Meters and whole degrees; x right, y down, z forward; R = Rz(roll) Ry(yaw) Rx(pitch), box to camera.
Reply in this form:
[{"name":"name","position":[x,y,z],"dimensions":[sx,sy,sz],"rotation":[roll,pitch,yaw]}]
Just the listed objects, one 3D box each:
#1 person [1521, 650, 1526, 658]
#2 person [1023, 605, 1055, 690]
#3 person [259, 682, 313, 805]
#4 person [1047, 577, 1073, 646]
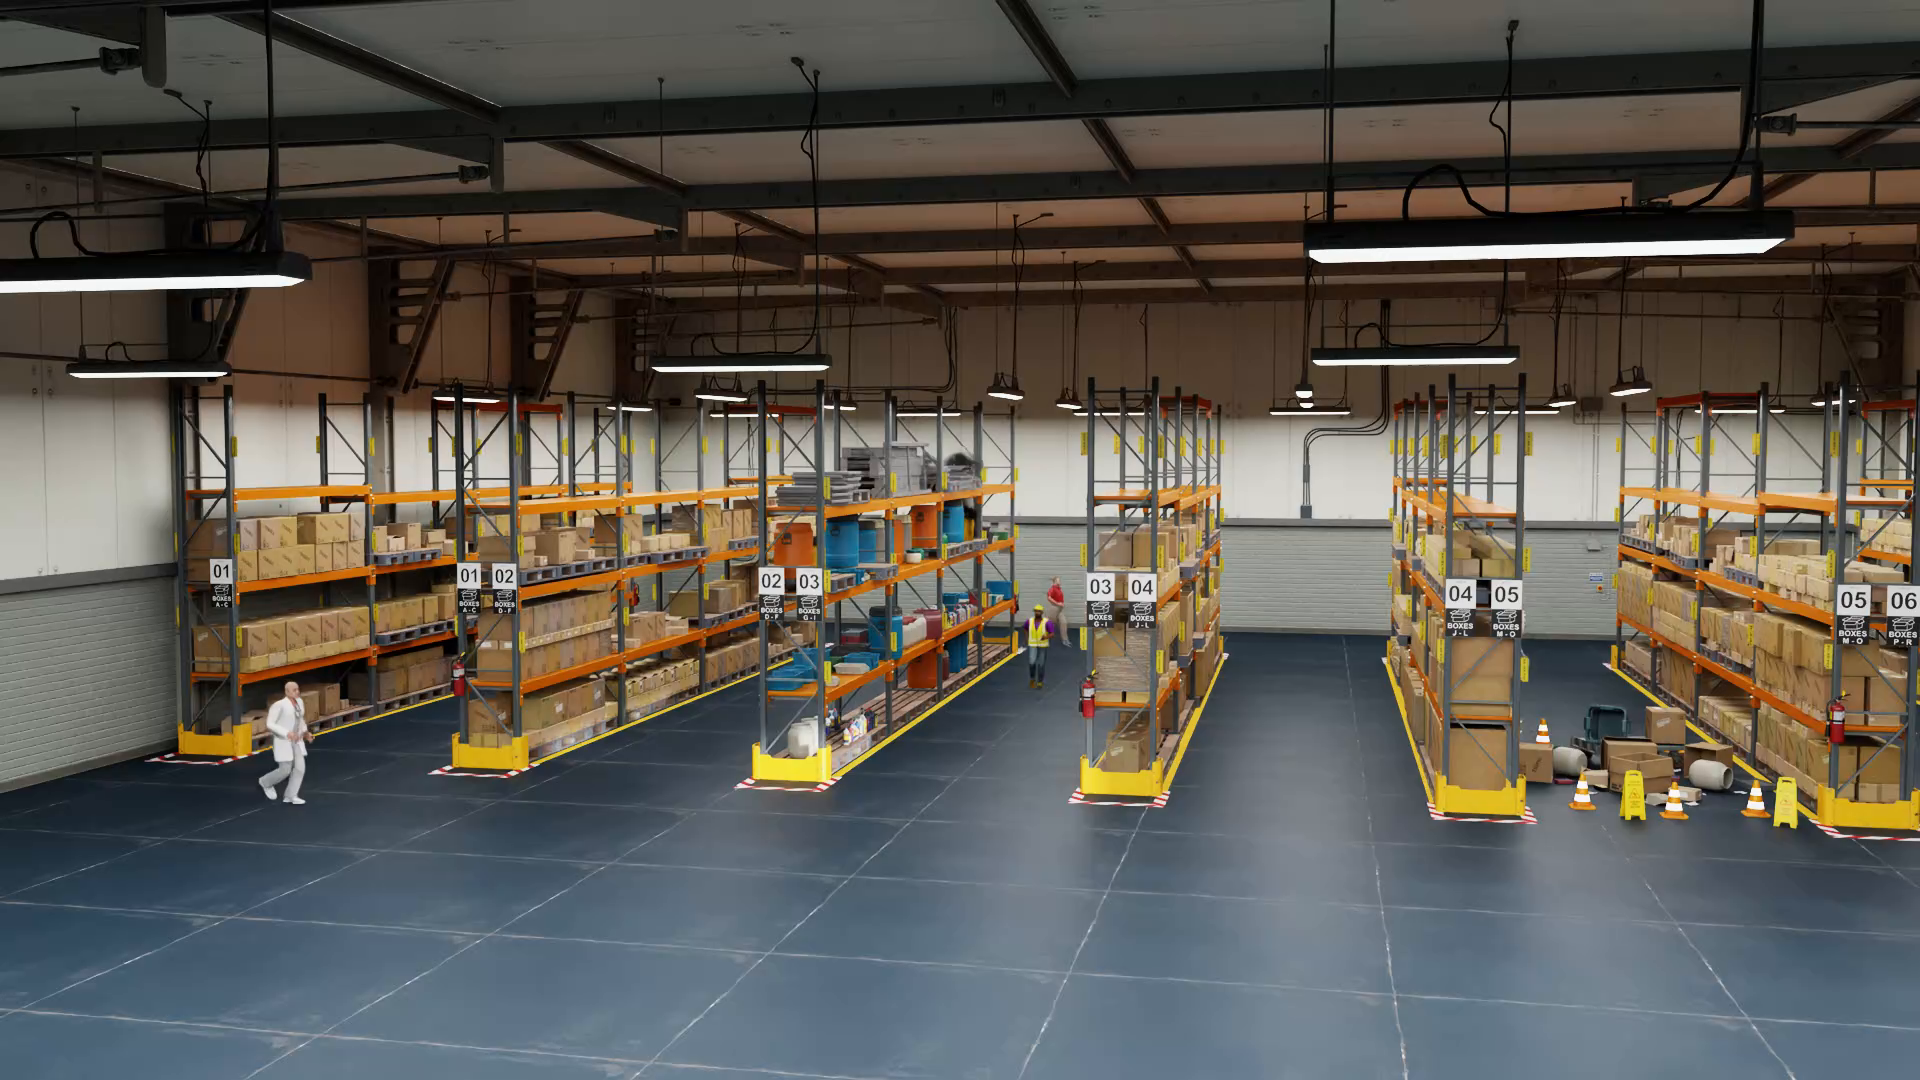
[{"name":"person","position":[12.618,2.107,38.098],"dimensions":[0.650,1.673,0.890],"rotation":[-3,4,-42]},{"name":"person","position":[1.616,2.208,34.201],"dimensions":[0.669,1.752,0.690],"rotation":[0,3,7]},{"name":"person","position":[-9.488,2.849,23.337],"dimensions":[0.830,1.714,0.703],"rotation":[2,4,28]},{"name":"person","position":[2.433,1.793,41.910],"dimensions":[0.989,1.722,0.716],"rotation":[1,3,24]}]
